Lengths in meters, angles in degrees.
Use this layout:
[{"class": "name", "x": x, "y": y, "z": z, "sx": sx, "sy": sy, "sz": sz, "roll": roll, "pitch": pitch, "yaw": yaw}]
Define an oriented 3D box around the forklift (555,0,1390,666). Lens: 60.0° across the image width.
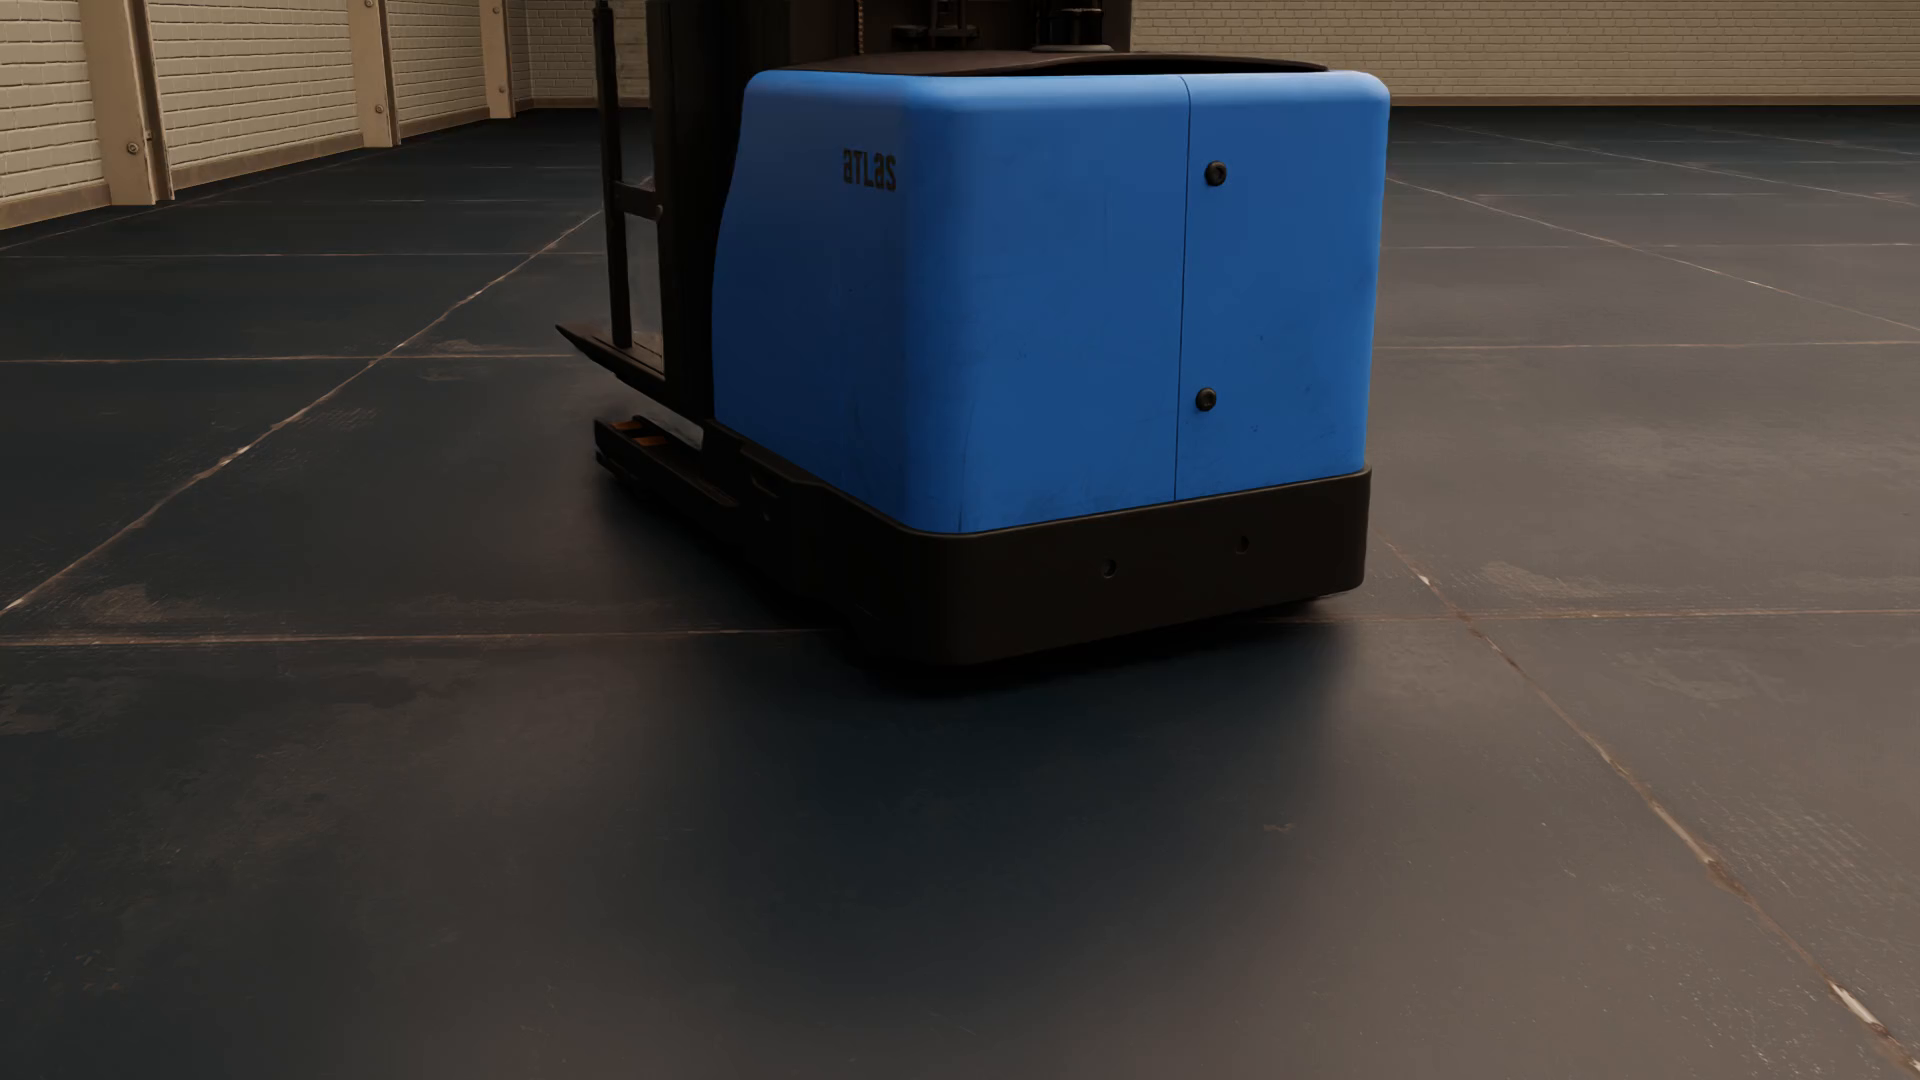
[{"class": "forklift", "x": -0.317, "y": -1.561, "z": 4.010, "sx": 1.130, "sy": 2.935, "sz": 3.031, "roll": -9, "pitch": 19, "yaw": -27}]
